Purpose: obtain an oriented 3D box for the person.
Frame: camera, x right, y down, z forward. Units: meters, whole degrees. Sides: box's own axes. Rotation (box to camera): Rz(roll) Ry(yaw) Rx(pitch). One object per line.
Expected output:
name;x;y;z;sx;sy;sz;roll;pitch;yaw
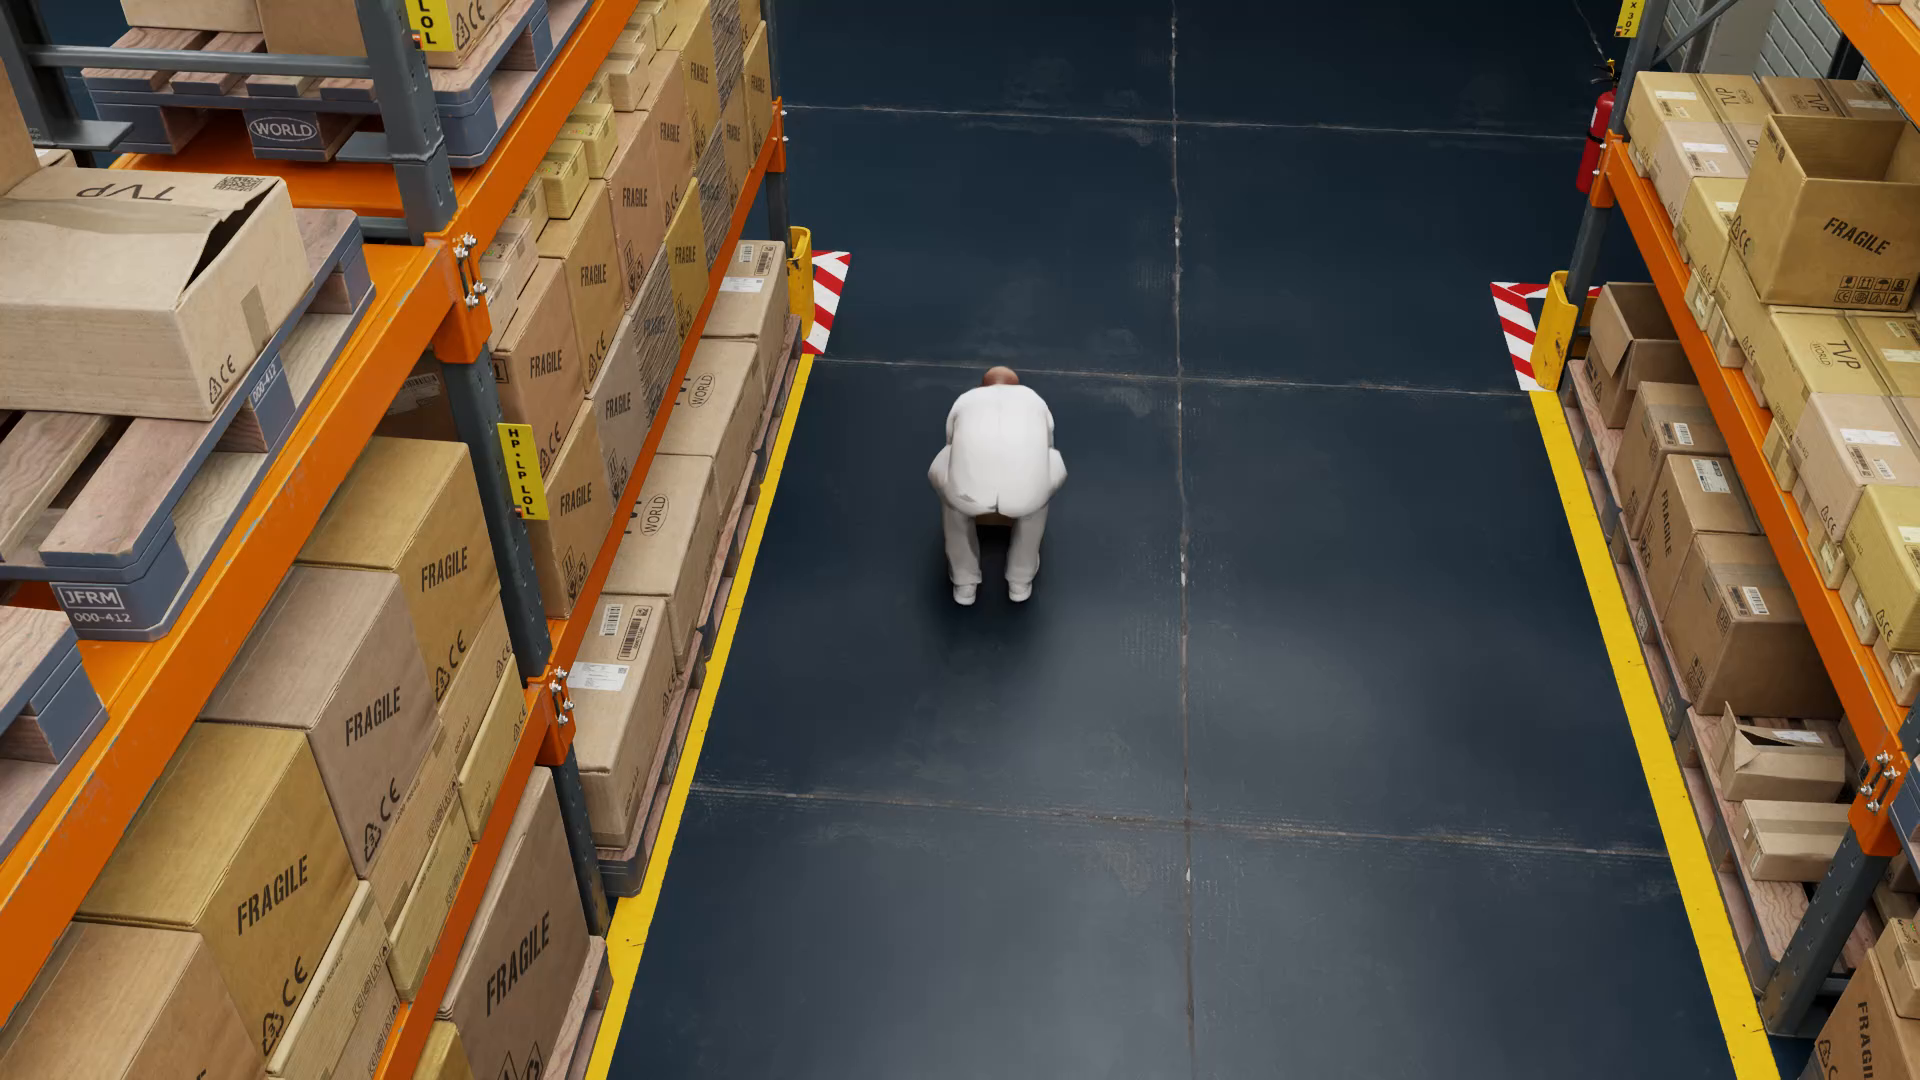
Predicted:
person;0.152;-0.530;6.814;0.514;1.769;0.563;3;40;4
